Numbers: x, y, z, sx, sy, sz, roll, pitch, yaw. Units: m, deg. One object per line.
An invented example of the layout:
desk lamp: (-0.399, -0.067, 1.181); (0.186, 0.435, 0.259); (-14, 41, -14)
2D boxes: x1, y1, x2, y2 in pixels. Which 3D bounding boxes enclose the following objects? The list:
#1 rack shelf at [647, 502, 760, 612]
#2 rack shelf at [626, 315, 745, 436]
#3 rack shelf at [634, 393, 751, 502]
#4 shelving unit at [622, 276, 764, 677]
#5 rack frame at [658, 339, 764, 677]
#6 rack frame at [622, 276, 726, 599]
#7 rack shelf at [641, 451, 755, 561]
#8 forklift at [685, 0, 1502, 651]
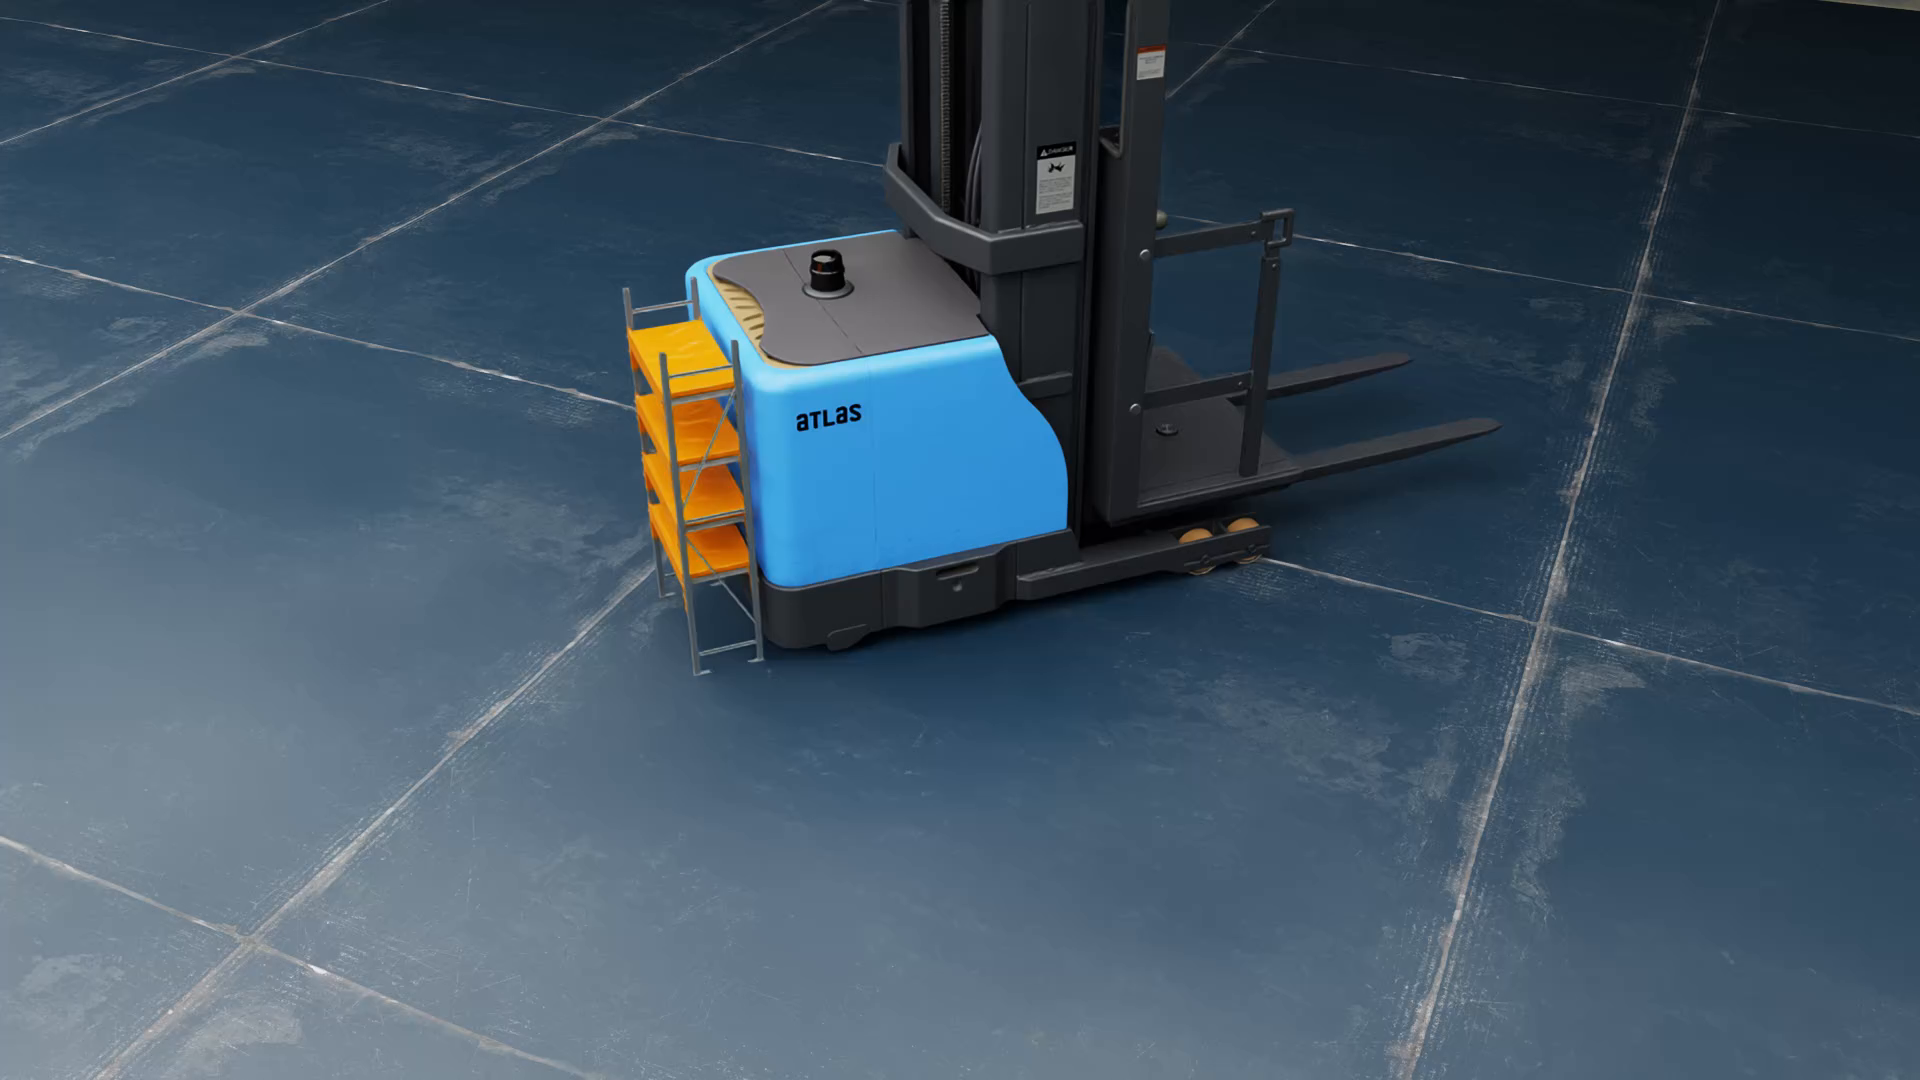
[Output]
rack shelf: (-0.868, 0.026, 5.601); (0.258, 0.148, 0.480); (-13, 35, -18)
rack shelf: (-0.868, -0.525, 5.239); (0.258, 0.148, 0.480); (-13, 35, -18)
rack shelf: (-0.868, -0.327, 5.369); (0.258, 0.148, 0.480); (-13, 35, -18)
shelving unit: (-0.868, -0.196, 5.455); (0.258, 1.200, 0.503); (-13, 35, -18)
rack frame: (-0.776, -0.072, 5.266); (0.240, 1.200, 0.015); (-13, 35, -18)
rack frame: (-0.959, -0.320, 5.644); (0.240, 1.200, 0.015); (-13, 35, -18)
rack shelf: (-0.868, -0.140, 5.492); (0.258, 0.148, 0.480); (-13, 35, -18)
forklift: (0.602, -1.356, 5.645); (3.031, 2.935, 1.130); (-12, 35, -18)
